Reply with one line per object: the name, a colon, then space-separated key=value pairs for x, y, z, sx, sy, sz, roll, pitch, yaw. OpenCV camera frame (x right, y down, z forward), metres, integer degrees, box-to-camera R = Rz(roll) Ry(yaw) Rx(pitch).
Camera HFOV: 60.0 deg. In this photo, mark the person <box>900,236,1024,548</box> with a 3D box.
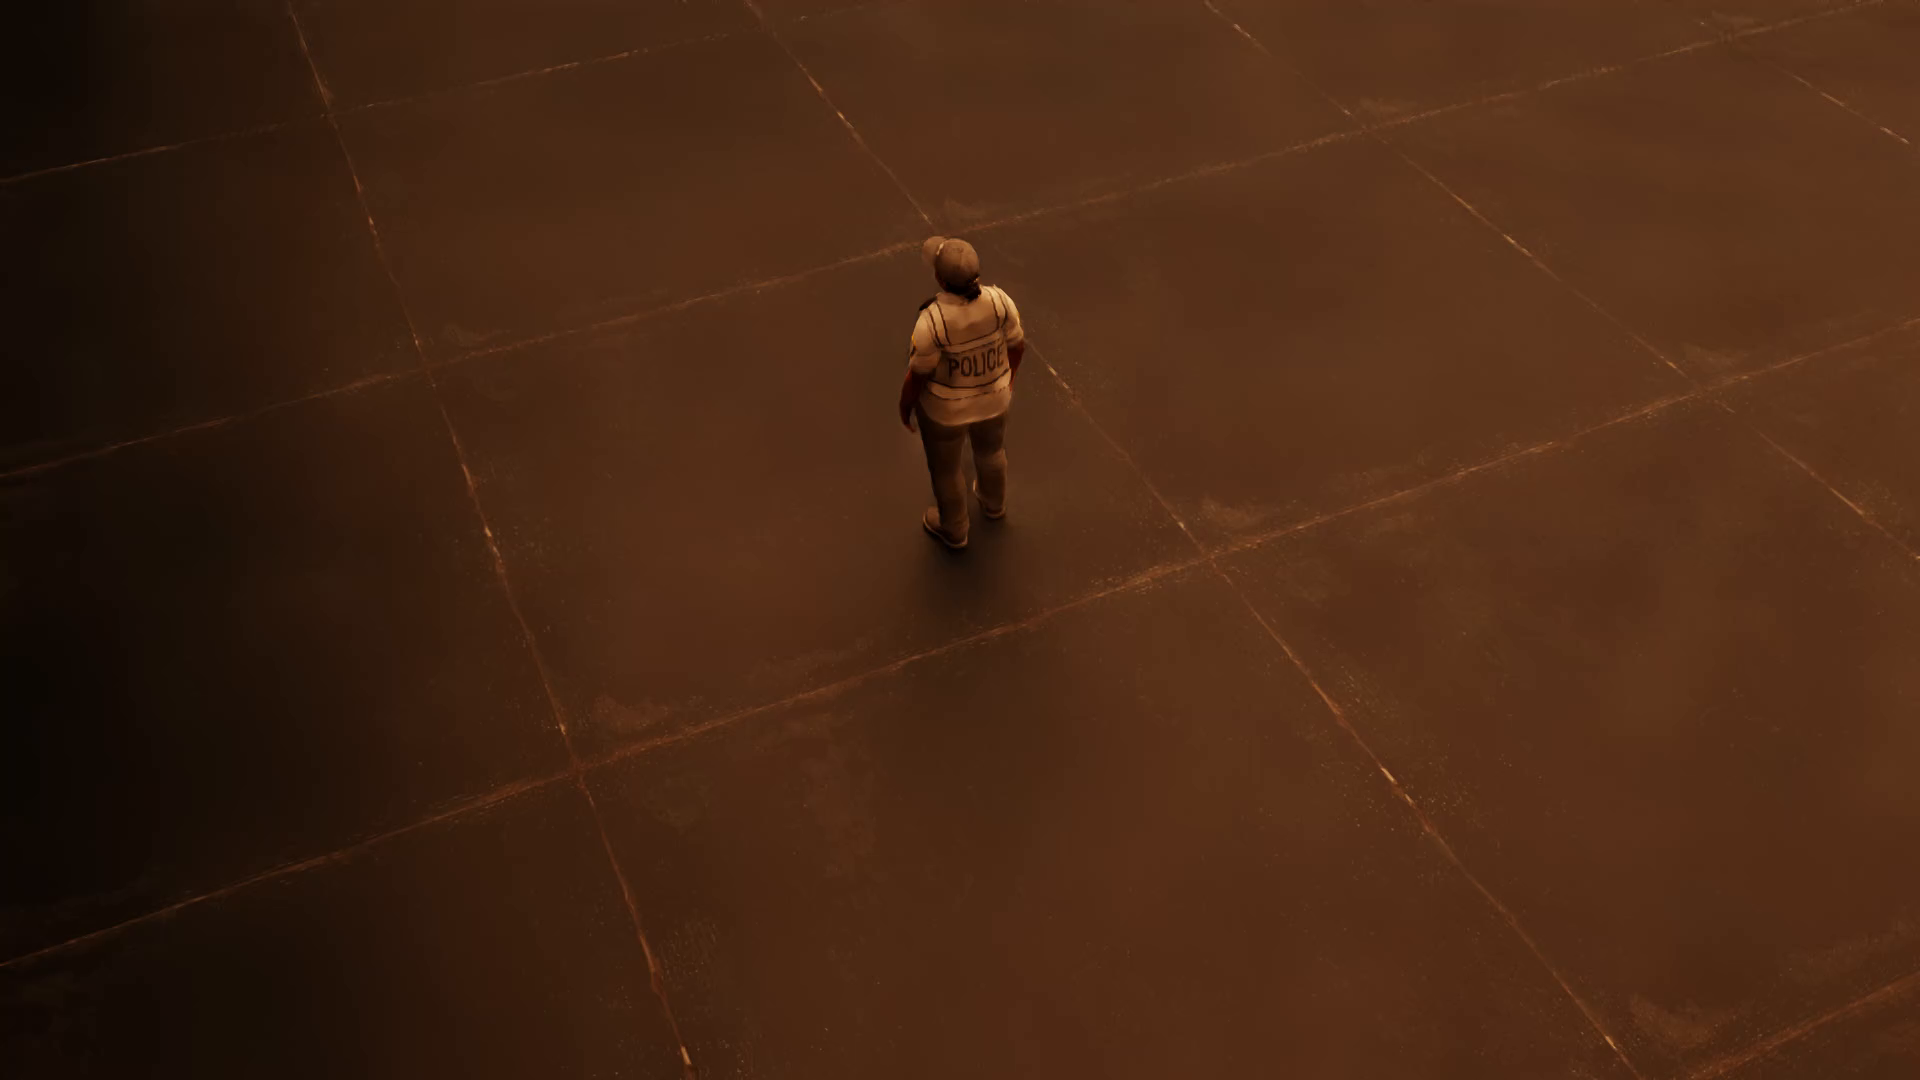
person: x=-0.012 y=-0.668 z=7.313 sx=0.598 sy=1.669 sz=0.529 roll=-18 pitch=46 yaw=-18
